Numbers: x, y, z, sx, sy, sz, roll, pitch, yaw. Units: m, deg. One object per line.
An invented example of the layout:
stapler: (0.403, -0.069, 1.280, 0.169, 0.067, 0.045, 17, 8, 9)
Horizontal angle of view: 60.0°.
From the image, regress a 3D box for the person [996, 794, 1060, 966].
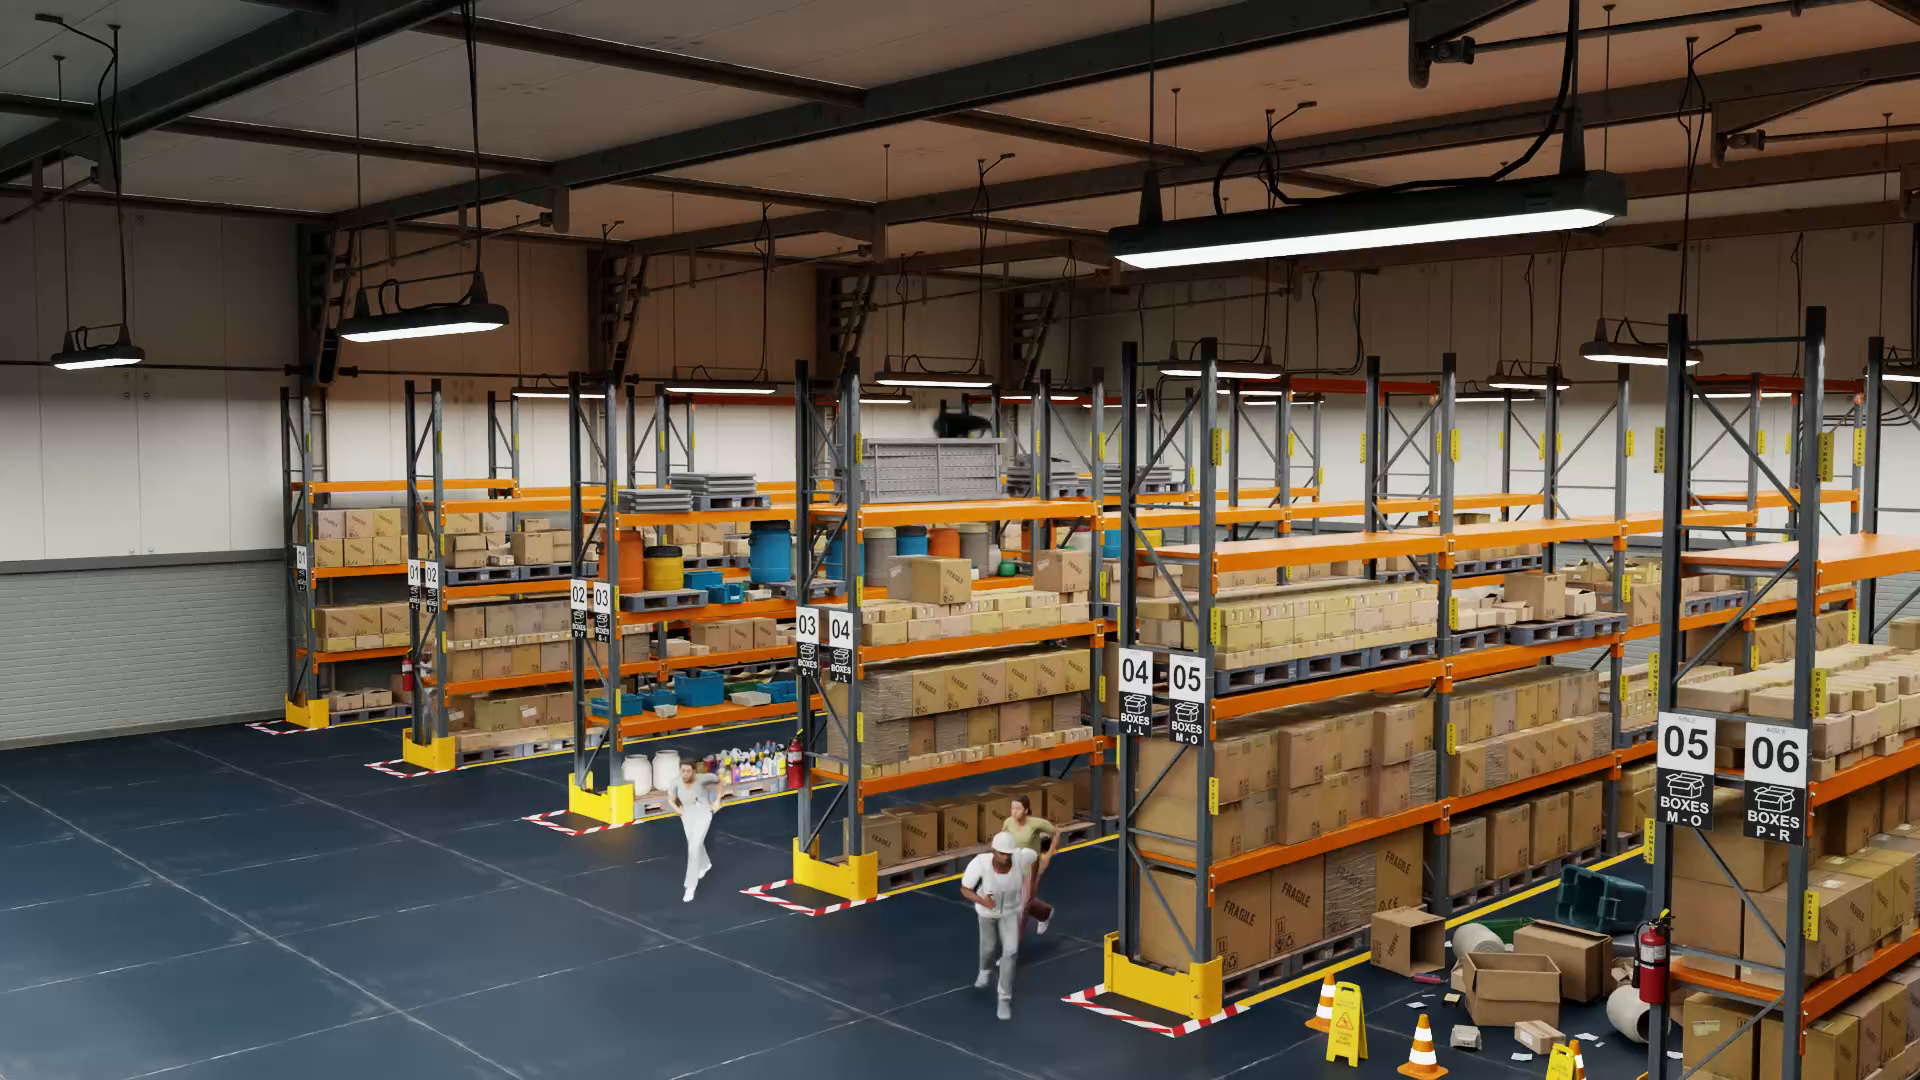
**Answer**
person: (0.686, 3.296, 16.461, 0.610, 1.634, 1.044, 2, 4, 30)

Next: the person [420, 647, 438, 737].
person: (-8.794, 2.587, 27.818, 0.574, 1.683, 0.937, 2, 4, 32)

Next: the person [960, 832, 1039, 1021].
person: (0.348, 3.399, 14.983, 0.745, 1.715, 1.014, -1, 4, -9)

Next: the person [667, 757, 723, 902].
person: (-2.951, 3.195, 18.759, 0.604, 1.637, 0.952, 0, 4, 6)
